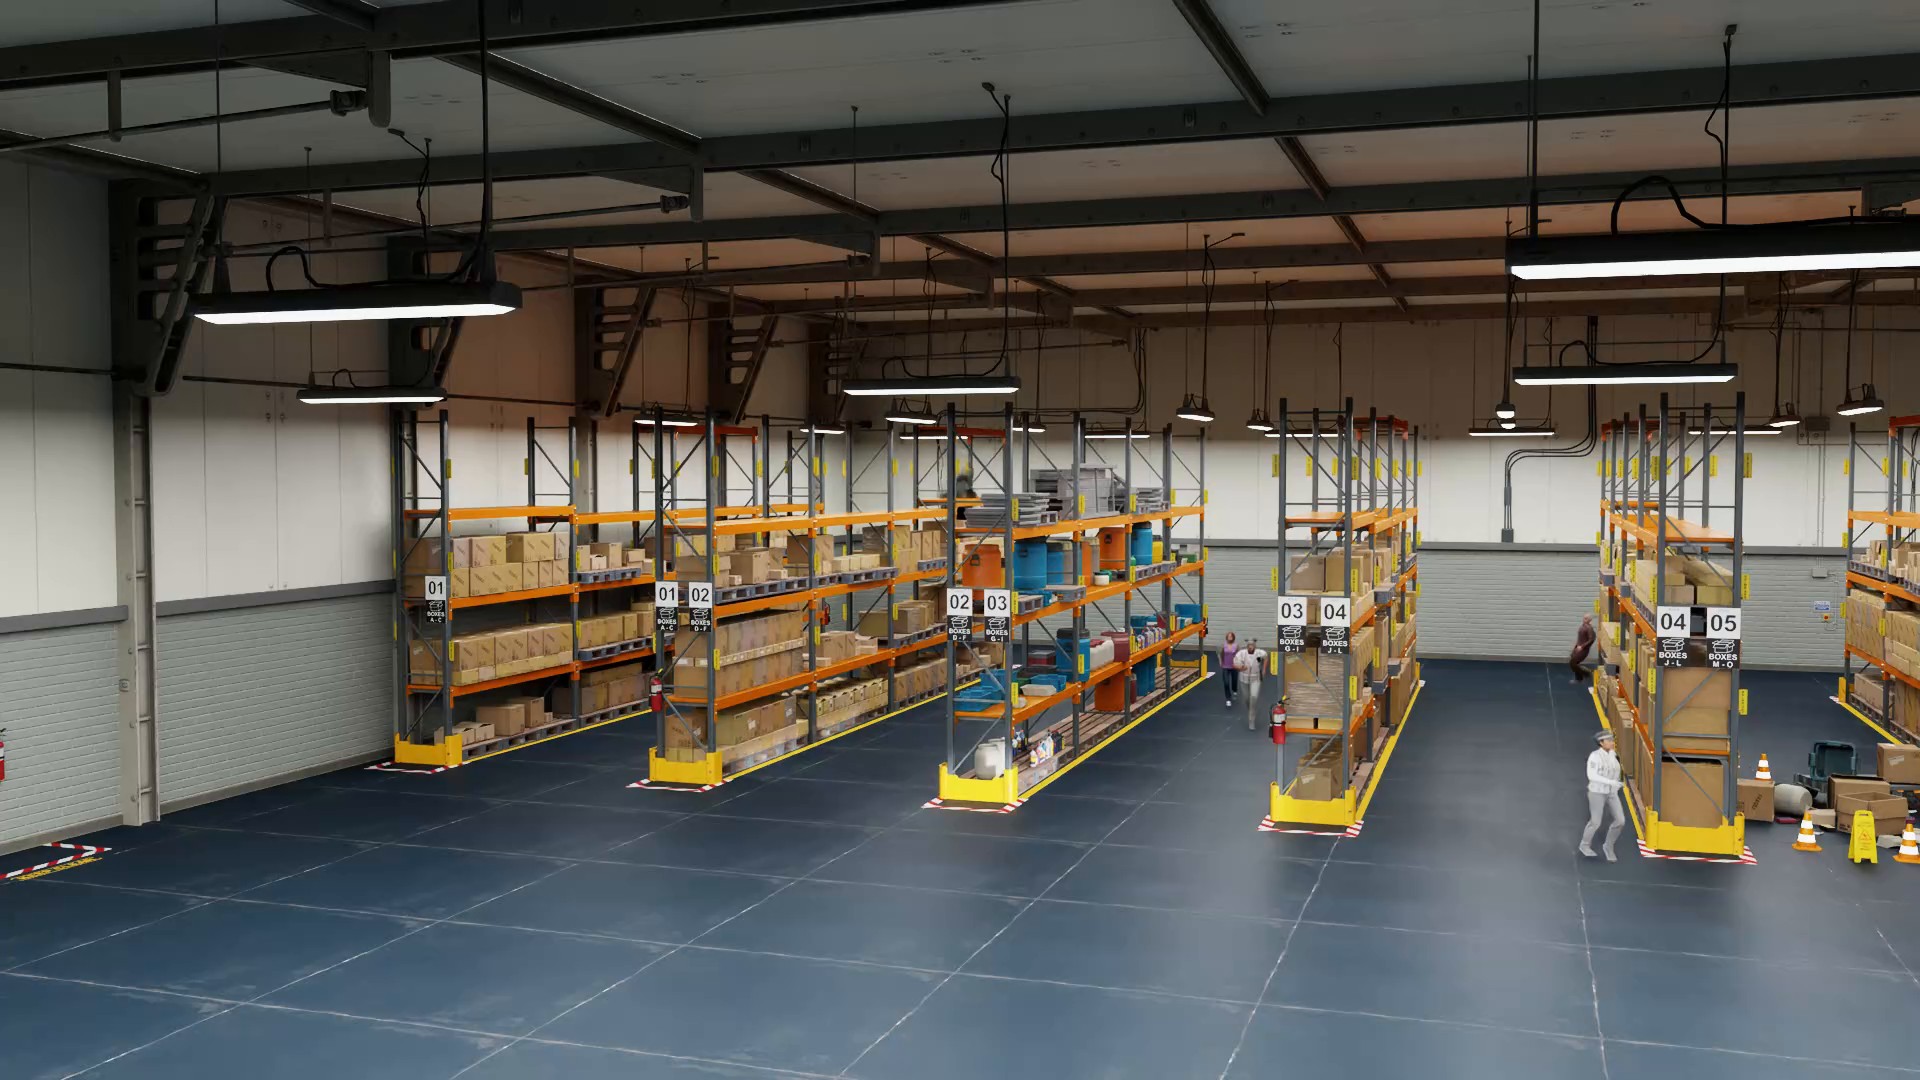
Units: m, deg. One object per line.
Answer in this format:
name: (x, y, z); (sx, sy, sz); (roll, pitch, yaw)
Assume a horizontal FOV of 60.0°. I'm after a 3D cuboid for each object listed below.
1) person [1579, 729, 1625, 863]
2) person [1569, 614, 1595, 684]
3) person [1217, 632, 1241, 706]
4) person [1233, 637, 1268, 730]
person: (8.236, 3.266, 21.213); (0.631, 1.740, 0.701); (-1, 3, -22)
person: (14.385, 2.531, 38.465); (0.557, 1.673, 0.765); (1, 3, 22)
person: (5.711, 2.715, 35.209); (0.539, 1.551, 0.622); (1, 3, 14)
person: (5.652, 2.761, 32.345); (0.658, 1.795, 1.015); (1, 3, 16)
